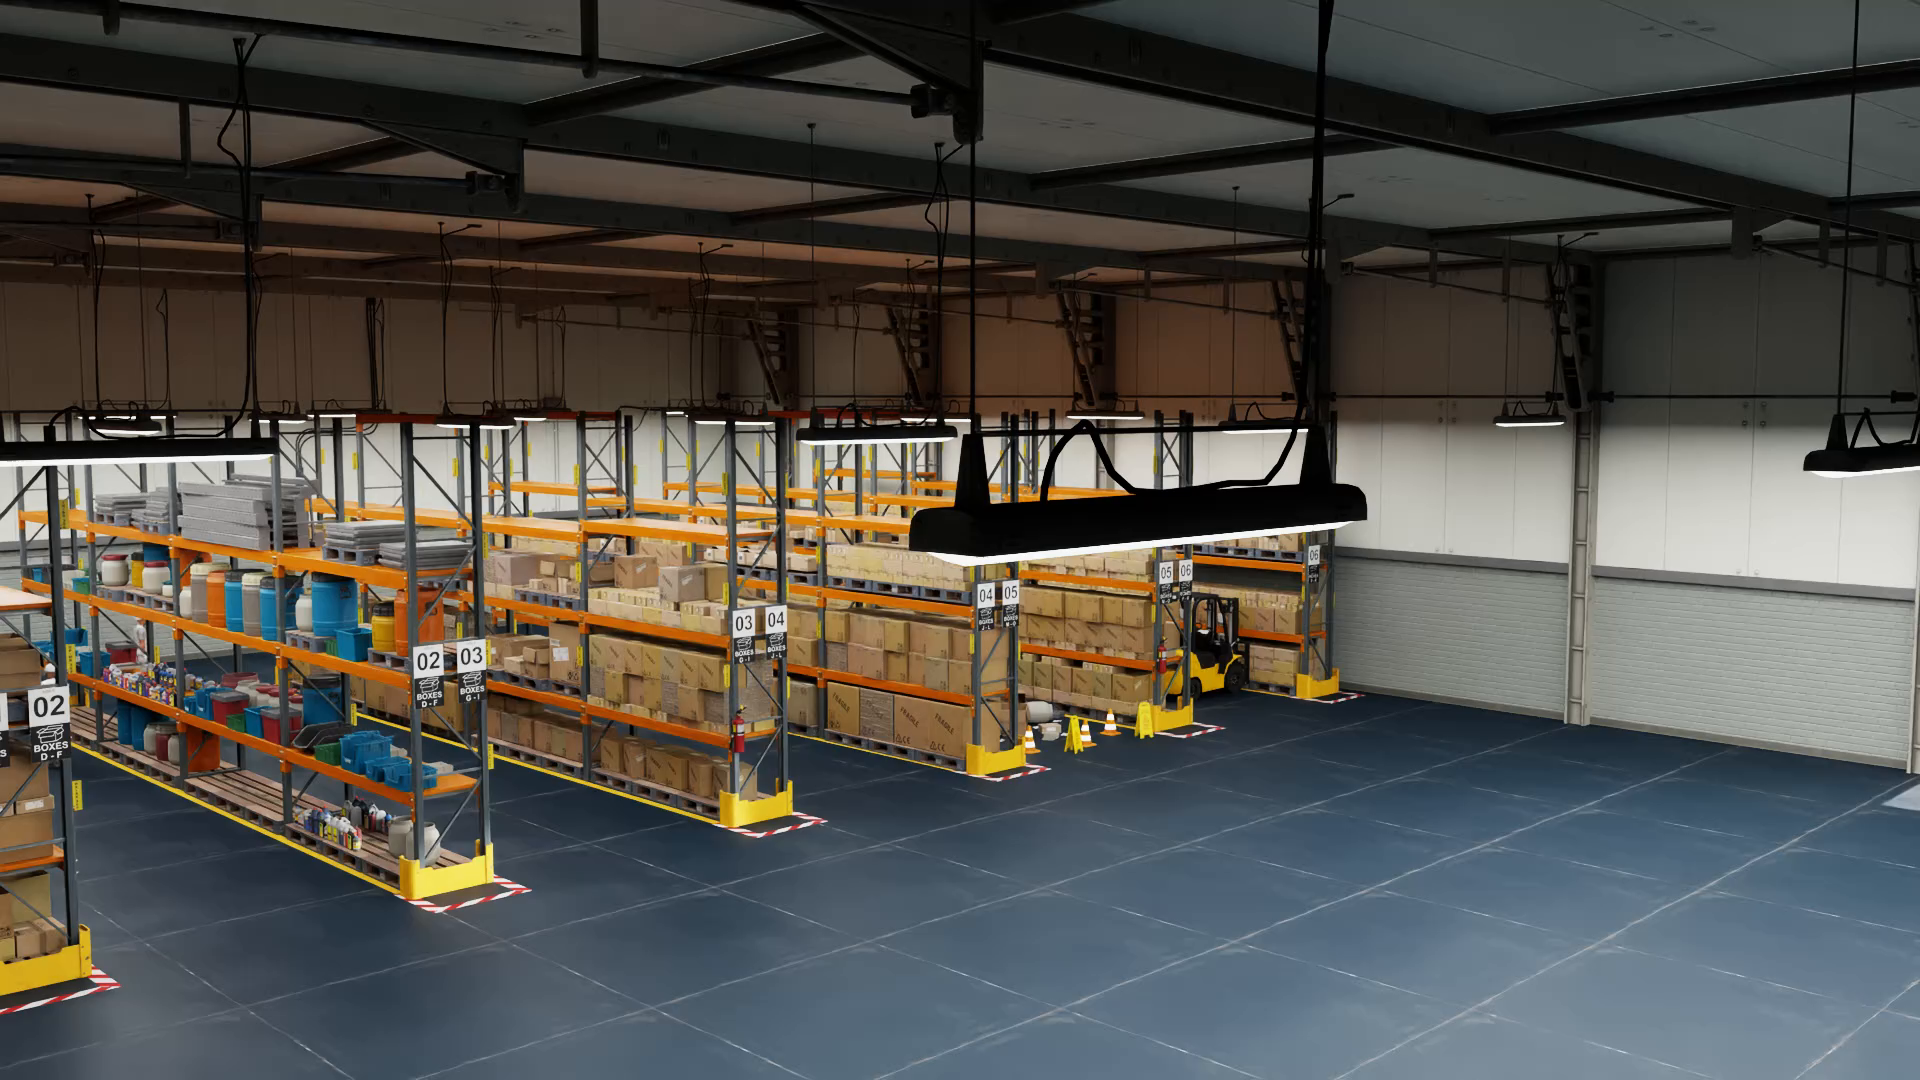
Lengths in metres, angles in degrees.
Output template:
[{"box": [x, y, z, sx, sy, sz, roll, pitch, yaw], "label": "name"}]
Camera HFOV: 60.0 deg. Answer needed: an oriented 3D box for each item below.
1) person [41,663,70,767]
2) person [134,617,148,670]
[{"box": [-15.446, 2.985, 28.292, 0.479, 1.761, 0.611, 4, 6, 40], "label": "person"}, {"box": [-17.117, 2.407, 34.735, 0.582, 1.790, 0.488, 5, 7, 42], "label": "person"}]
